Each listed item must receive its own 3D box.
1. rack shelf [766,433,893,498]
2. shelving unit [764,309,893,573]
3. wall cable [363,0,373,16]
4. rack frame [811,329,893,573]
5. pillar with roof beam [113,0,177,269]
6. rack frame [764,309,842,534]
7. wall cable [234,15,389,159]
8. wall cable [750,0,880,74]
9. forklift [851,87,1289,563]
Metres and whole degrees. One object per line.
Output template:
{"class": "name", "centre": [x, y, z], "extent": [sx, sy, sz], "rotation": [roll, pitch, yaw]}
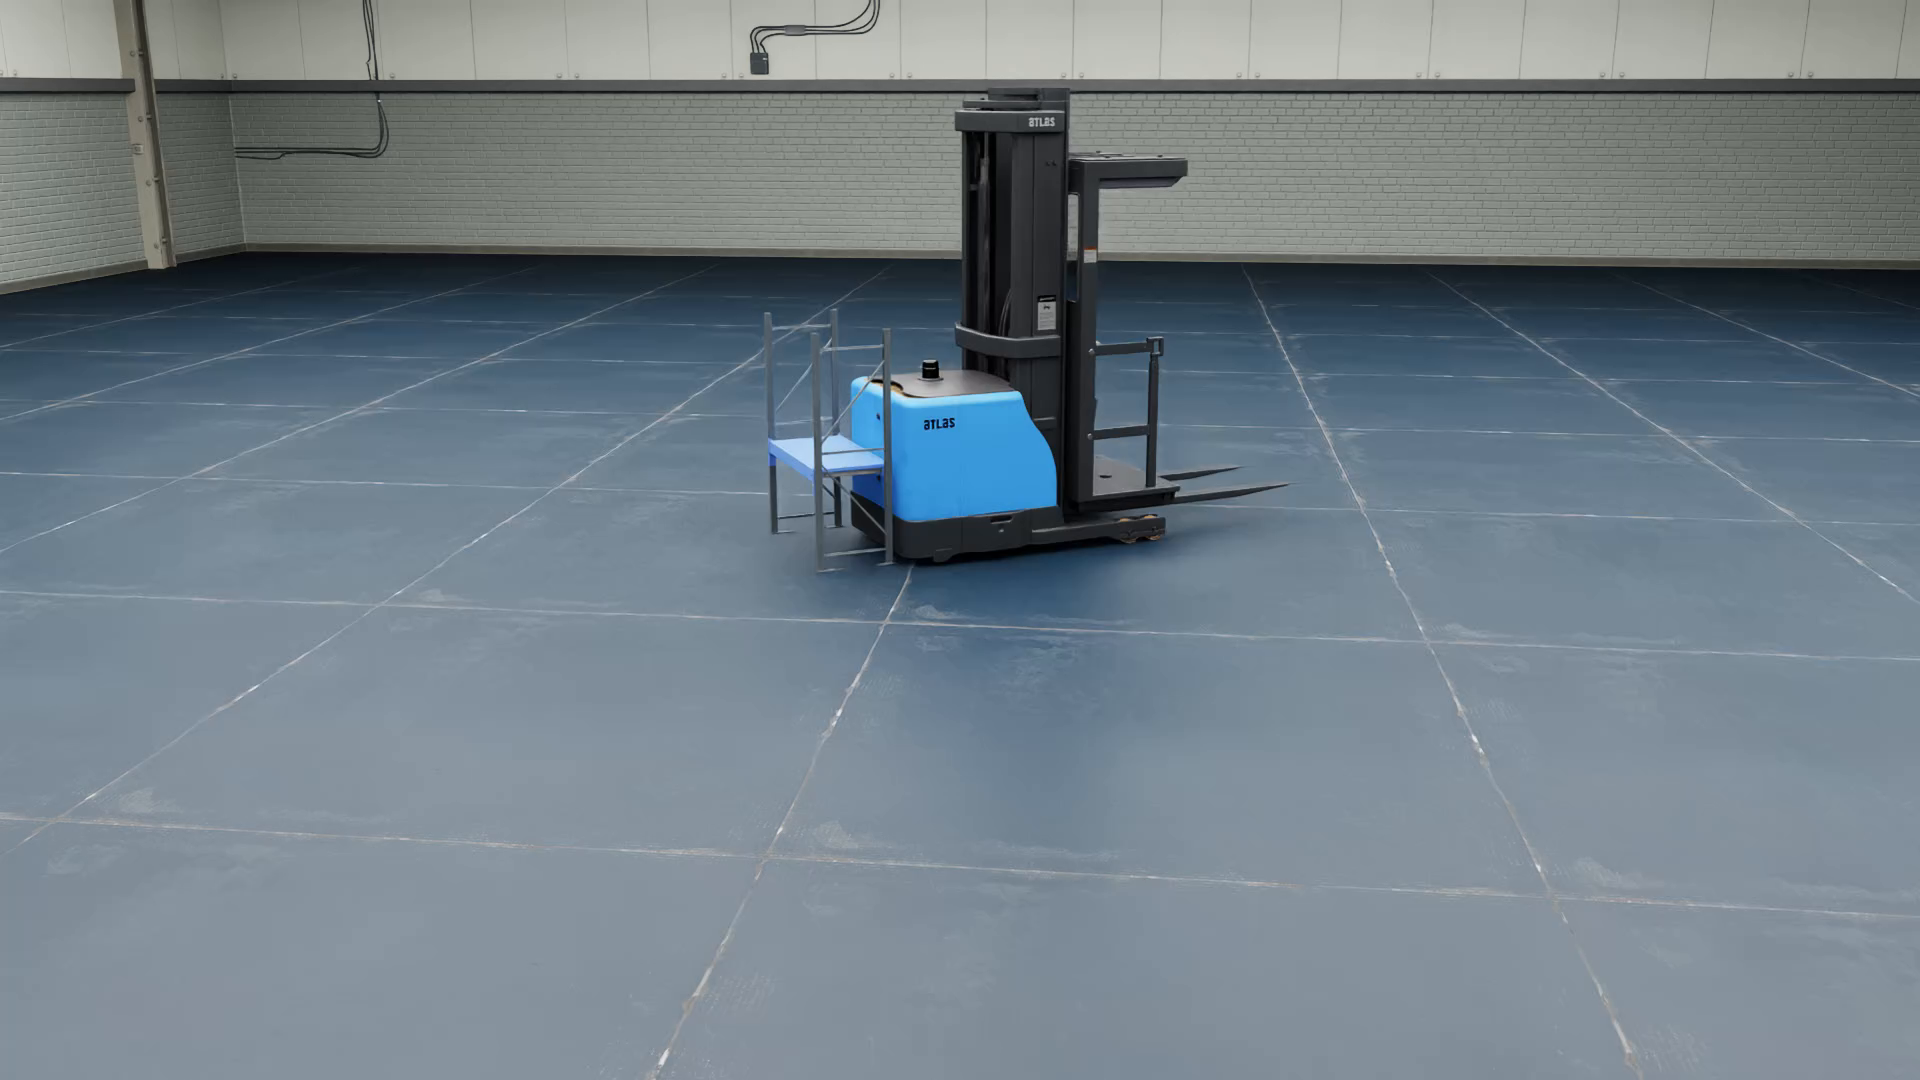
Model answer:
{"class": "rack shelf", "centre": [-0.859, -0.495, 10.807], "extent": [0.538, 0.185, 1.000], "rotation": [-6, 16, -22]}
{"class": "shelving unit", "centre": [-0.859, -0.668, 10.760], "extent": [0.538, 1.500, 1.048], "rotation": [-6, 16, -22]}
{"class": "wall cable", "centre": [-9.276, -10.577, 29.311], "extent": [3.097, 2.526, 0.112], "rotation": [2, 15, 6]}
{"class": "rack frame", "centre": [-0.663, -0.546, 10.307], "extent": [0.500, 1.500, 0.032], "rotation": [-6, 16, -22]}
{"class": "pillar with roof beam", "centre": [-9.332, -8.865, 26.709], "extent": [9.100, 9.000, 0.400], "rotation": [2, 15, 6]}
{"class": "rack frame", "centre": [-1.054, -0.791, 11.213], "extent": [0.500, 1.500, 0.032], "rotation": [-6, 16, -22]}
{"class": "wall cable", "centre": [-11.964, -8.218, 30.265], "extent": [3.097, 2.526, 0.112], "rotation": [2, 15, 6]}
{"class": "wall cable", "centre": [-2.533, -11.075, 28.366], "extent": [2.305, 6.003, 0.169], "rotation": [2, 15, 6]}
{"class": "forklift", "centre": [0.822, -1.509, 11.128], "extent": [3.031, 2.935, 1.130], "rotation": [-7, 17, -24]}
